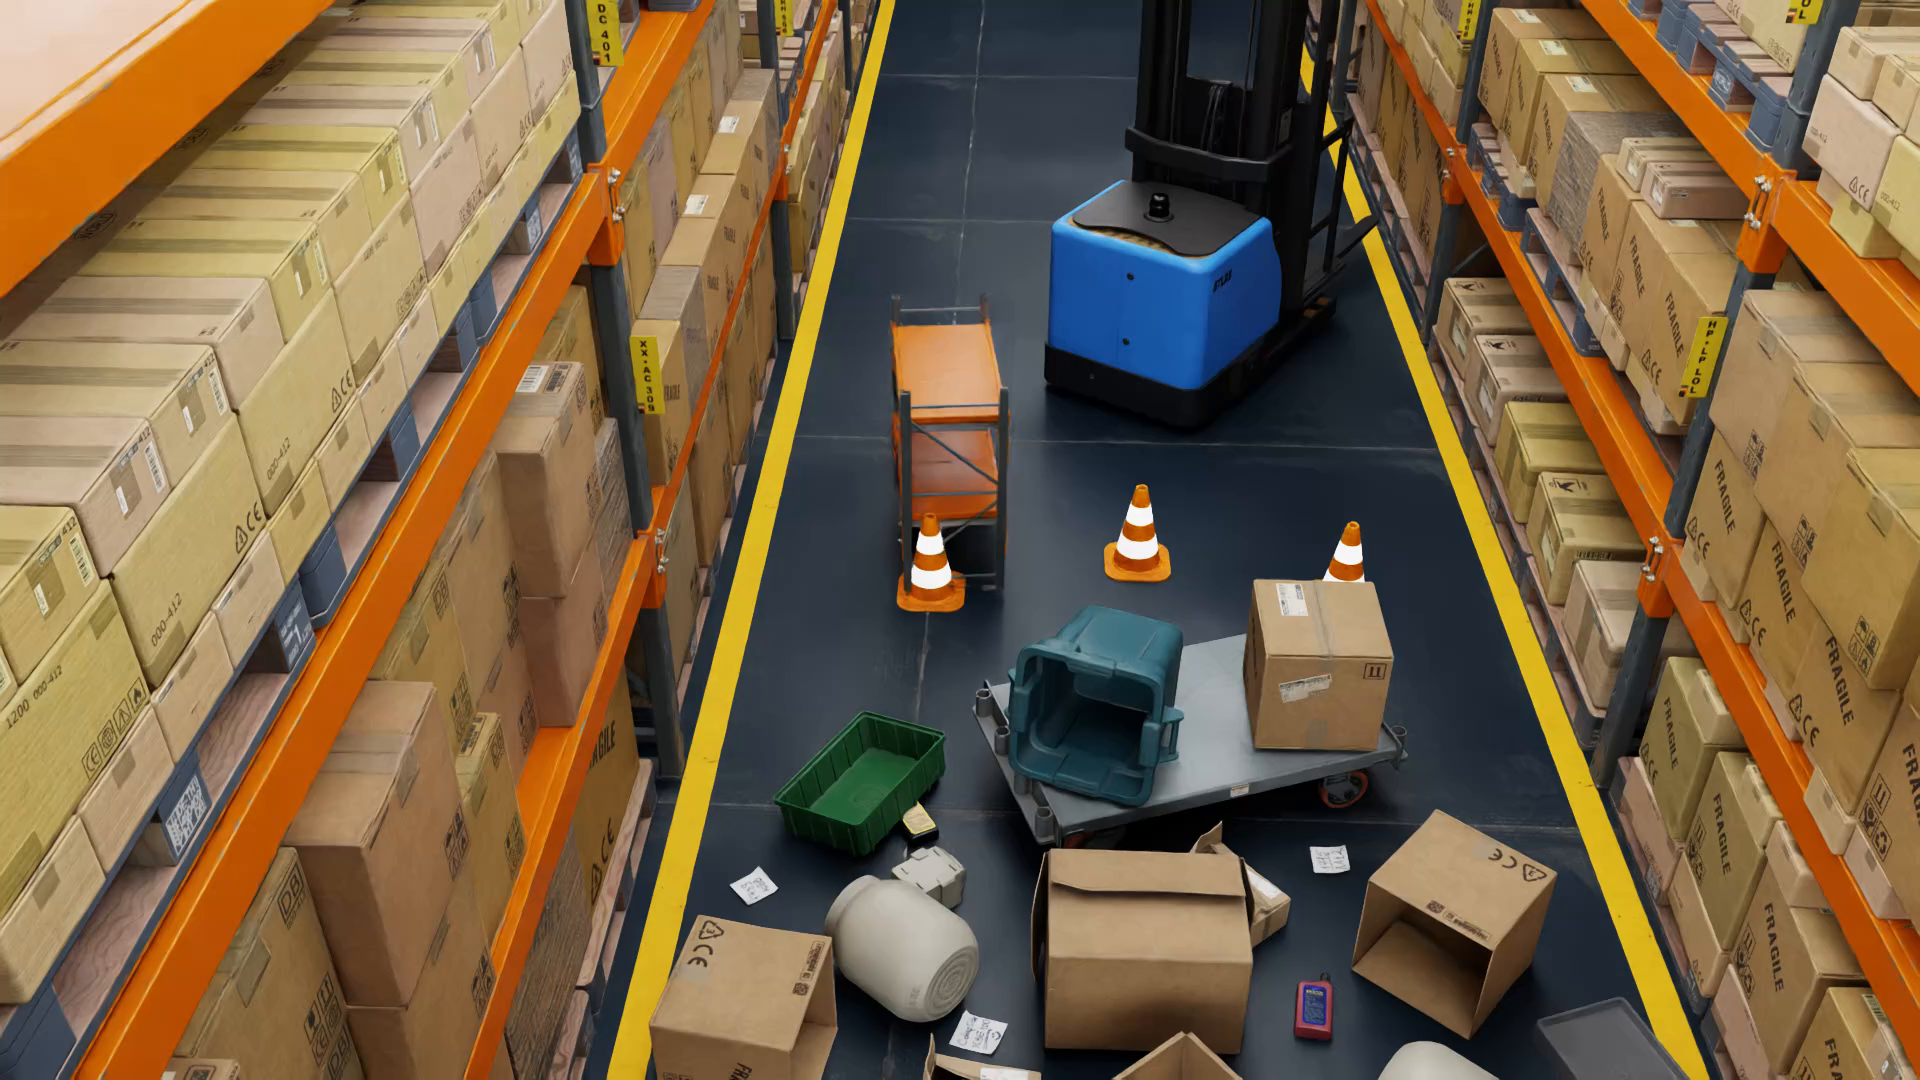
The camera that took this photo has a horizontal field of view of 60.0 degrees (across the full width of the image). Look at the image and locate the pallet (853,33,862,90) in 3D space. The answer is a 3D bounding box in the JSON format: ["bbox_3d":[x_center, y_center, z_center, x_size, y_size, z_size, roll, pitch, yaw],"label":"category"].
[{"bbox_3d":[-1.393,-4.074,14.308,1.003,0.211,1.213,1,35,2],"label":"pallet"}]

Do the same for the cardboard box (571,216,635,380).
[{"bbox_3d":[-1.692,-0.967,6.506,0.700,0.500,0.500,1,35,1],"label":"cardboard box"}]

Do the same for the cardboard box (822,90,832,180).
[{"bbox_3d":[-1.209,-2.957,12.103,0.500,0.500,0.500,1,35,1],"label":"cardboard box"}]

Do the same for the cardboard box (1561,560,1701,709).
[{"bbox_3d":[3.262,0.427,7.400,0.950,0.372,0.625,2,35,2],"label":"cardboard box"}]

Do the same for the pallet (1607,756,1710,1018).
[{"bbox_3d":[3.252,1.352,6.588,1.003,0.211,1.213,1,35,2],"label":"pallet"}]

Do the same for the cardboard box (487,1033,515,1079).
[{"bbox_3d":[-1.872,1.867,4.913,0.875,0.875,0.875,1,35,1],"label":"cardboard box"}]

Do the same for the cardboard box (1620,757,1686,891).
[{"bbox_3d":[2.950,1.111,6.533,0.500,0.250,0.500,0,35,0],"label":"cardboard box"}]

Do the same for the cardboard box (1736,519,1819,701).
[{"bbox_3d":[2.951,0.197,5.460,0.500,0.500,0.500,1,35,2],"label":"cardboard box"}]

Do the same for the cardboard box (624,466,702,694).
[{"bbox_3d":[-1.771,0.158,7.453,1.050,0.750,0.750,1,35,2],"label":"cardboard box"}]

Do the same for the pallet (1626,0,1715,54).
[{"bbox_3d":[3.414,-2.274,6.877,1.213,0.211,1.003,1,35,2],"label":"pallet"}]

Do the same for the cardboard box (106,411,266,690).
[{"bbox_3d":[-1.572,0.003,2.893,0.500,0.250,0.500,1,35,1],"label":"cardboard box"}]

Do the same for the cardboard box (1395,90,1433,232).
[{"bbox_3d":[3.555,-2.683,11.388,0.875,0.875,0.875,2,35,2],"label":"cardboard box"}]

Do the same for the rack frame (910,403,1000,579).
[{"bbox_3d":[-0.026,-0.220,7.990,0.475,0.981,0.013,-2,34,-4],"label":"rack frame"}]

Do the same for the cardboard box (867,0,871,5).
[{"bbox_3d":[-1.018,-5.078,15.426,0.380,0.149,0.250,2,35,3],"label":"cardboard box"}]

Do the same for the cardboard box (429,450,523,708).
[{"bbox_3d":[-1.820,0.102,4.872,0.875,0.550,0.550,1,35,2],"label":"cardboard box"}]

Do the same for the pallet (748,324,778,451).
[{"bbox_3d":[-1.653,-0.938,9.846,1.003,0.211,1.213,1,35,2],"label":"pallet"}]

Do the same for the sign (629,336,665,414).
[{"bbox_3d":[-9.125,-0.845,6.409,16.064,0.392,0.098,1,35,2],"label":"sign"}]

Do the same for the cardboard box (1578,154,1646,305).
[{"bbox_3d":[3.079,-1.362,7.314,0.500,0.500,0.500,2,35,4],"label":"cardboard box"}]

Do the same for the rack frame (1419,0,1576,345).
[{"bbox_3d":[3.405,-2.473,9.606,1.000,3.000,0.127,1,35,2],"label":"rack frame"}]

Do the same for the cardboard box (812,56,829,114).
[{"bbox_3d":[-1.203,-3.251,11.869,0.500,0.250,0.500,0,35,0],"label":"cardboard box"}]

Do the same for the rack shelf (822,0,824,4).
[{"bbox_3d":[-1.465,-3.494,11.452,0.919,0.052,3.809,1,35,2],"label":"rack shelf"}]

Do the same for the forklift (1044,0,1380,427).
[{"bbox_3d":[1.759,-2.608,9.934,1.129,2.843,3.031,22,41,28],"label":"forklift"}]

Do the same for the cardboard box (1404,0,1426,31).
[{"bbox_3d":[3.187,-3.490,10.749,0.500,0.250,0.500,0,35,1],"label":"cardboard box"}]

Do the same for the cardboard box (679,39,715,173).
[{"bbox_3d":[-1.611,-2.137,8.171,0.700,0.500,0.500,1,35,1],"label":"cardboard box"}]

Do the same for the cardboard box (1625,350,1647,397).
[{"bbox_3d":[3.017,-0.697,6.933,0.380,0.149,0.250,0,35,0],"label":"cardboard box"}]

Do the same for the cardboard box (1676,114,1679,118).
[{"bbox_3d":[3.635,-1.953,8.155,0.500,0.500,0.500,-1,35,-1],"label":"cardboard box"}]

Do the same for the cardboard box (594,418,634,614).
[{"bbox_3d":[-1.709,-0.081,6.071,0.875,0.550,0.550,1,35,2],"label":"cardboard box"}]

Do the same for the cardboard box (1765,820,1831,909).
[{"bbox_3d":[2.859,1.059,5.390,0.380,0.149,0.250,3,35,5],"label":"cardboard box"}]

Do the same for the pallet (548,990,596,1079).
[{"bbox_3d":[-1.861,2.047,5.599,1.003,0.211,1.213,1,35,2],"label":"pallet"}]

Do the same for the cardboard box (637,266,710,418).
[{"bbox_3d":[-1.397,-0.858,7.222,0.500,0.500,0.500,2,35,2],"label":"cardboard box"}]

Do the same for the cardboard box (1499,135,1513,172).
[{"bbox_3d":[3.104,-2.042,8.846,0.380,0.149,0.250,-1,35,-1],"label":"cardboard box"}]

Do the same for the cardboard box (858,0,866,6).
[{"bbox_3d":[-1.035,-4.900,14.915,0.380,0.149,0.250,1,35,2],"label":"cardboard box"}]

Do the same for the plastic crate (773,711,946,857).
[{"bbox_3d":[-0.404,1.025,7.023,0.450,0.188,0.662,11,35,32],"label":"plastic crate"}]

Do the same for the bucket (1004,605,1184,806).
[{"bbox_3d":[0.592,0.617,6.734,0.726,0.611,0.620,13,27,18],"label":"bucket"}]

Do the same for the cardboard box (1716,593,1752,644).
[{"bbox_3d":[2.952,0.247,5.953,0.380,0.149,0.250,2,35,3],"label":"cardboard box"}]

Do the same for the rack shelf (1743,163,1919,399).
[{"bbox_3d":[3.164,0.041,4.046,1.077,0.370,4.000,1,35,2],"label":"rack shelf"}]

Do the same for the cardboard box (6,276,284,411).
[{"bbox_3d":[-1.494,-0.365,3.071,0.380,0.149,0.250,1,35,1],"label":"cardboard box"}]

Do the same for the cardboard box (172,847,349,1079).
[{"bbox_3d":[-1.883,1.033,3.548,0.875,0.550,0.550,1,35,2],"label":"cardboard box"}]

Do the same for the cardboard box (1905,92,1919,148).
[{"bbox_3d":[2.904,-1.151,4.641,0.380,0.149,0.250,0,35,0],"label":"cardboard box"}]

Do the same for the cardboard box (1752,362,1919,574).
[{"bbox_3d":[3.126,-0.408,5.017,1.020,1.000,0.508,2,35,2],"label":"cardboard box"}]

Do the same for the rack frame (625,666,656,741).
[{"bbox_3d":[-1.710,-0.232,6.417,0.949,2.616,0.053,1,35,2],"label":"rack frame"}]

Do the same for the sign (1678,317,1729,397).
[{"bbox_3d":[2.689,-0.660,6.019,0.100,0.325,0.005,1,35,2],"label":"sign"}]

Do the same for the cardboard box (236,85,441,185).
[{"bbox_3d":[-1.454,-0.952,3.906,0.380,0.149,0.250,1,35,1],"label":"cardboard box"}]

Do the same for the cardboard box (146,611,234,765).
[{"bbox_3d":[-1.513,0.249,2.890,0.380,0.149,0.250,1,35,2],"label":"cardboard box"}]

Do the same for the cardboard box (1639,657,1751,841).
[{"bbox_3d":[2.950,0.804,6.317,0.500,0.500,0.500,3,35,4],"label":"cardboard box"}]

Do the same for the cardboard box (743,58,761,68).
[{"bbox_3d":[-1.326,-2.851,9.997,0.380,0.149,0.250,1,35,1],"label":"cardboard box"}]

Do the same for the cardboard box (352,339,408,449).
[{"bbox_3d":[-1.473,-0.332,3.716,0.380,0.149,0.250,2,35,2],"label":"cardboard box"}]

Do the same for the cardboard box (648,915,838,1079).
[{"bbox_3d":[-0.743,1.706,5.832,0.500,0.500,0.500,7,36,10],"label":"cardboard box"}]

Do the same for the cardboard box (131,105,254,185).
[{"bbox_3d":[-2.044,-0.878,4.147,0.500,0.250,0.500,1,35,1],"label":"cardboard box"}]

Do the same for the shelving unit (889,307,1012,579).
[{"bbox_3d":[-0.066,-0.501,8.411,0.538,0.981,1.030,-2,34,-4],"label":"shelving unit"}]

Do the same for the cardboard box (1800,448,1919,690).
[{"bbox_3d":[2.920,0.082,4.756,0.700,0.500,0.500,1,35,1],"label":"cardboard box"}]

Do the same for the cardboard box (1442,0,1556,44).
[{"bbox_3d":[3.164,-3.227,9.721,0.500,0.500,0.500,0,35,1],"label":"cardboard box"}]
